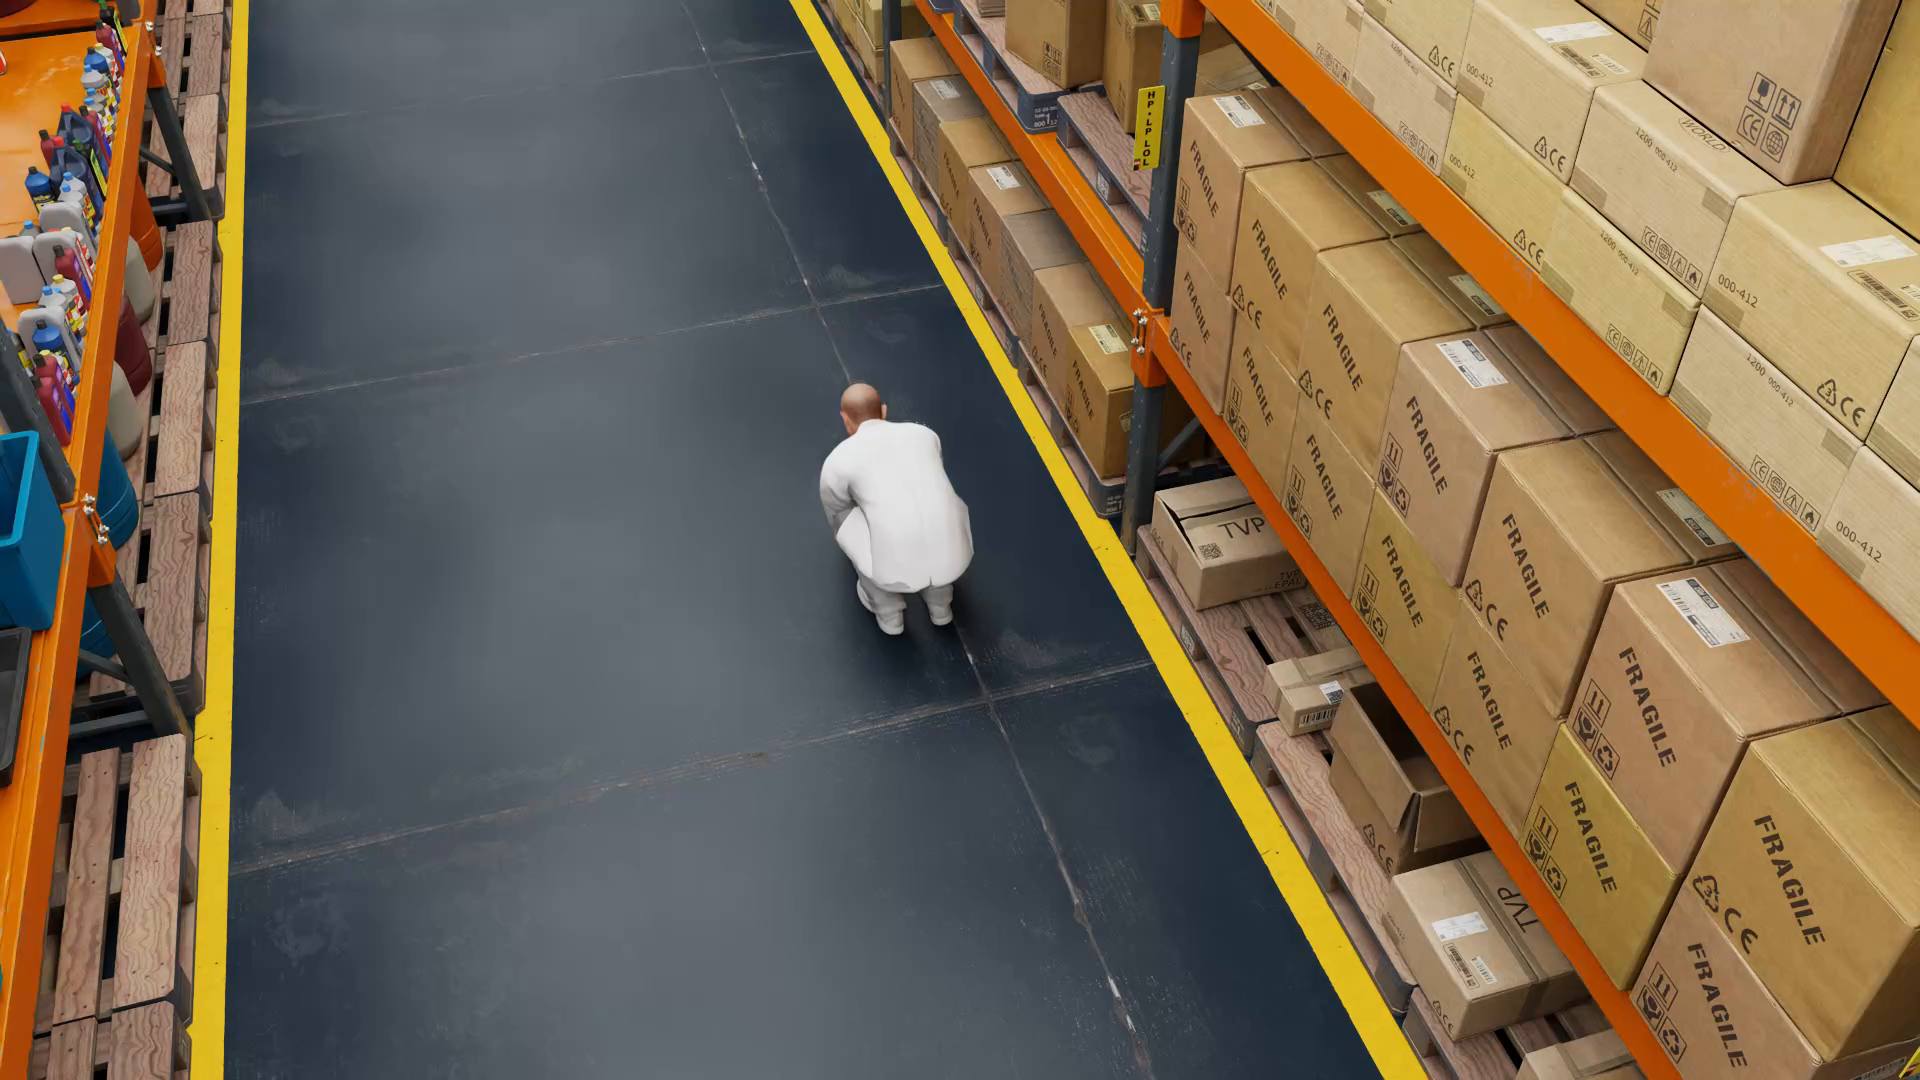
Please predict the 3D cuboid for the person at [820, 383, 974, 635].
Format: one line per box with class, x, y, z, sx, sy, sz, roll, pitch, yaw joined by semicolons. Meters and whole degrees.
person;-0.265;-0.105;6.964;0.599;0.891;0.879;-12;43;-13
